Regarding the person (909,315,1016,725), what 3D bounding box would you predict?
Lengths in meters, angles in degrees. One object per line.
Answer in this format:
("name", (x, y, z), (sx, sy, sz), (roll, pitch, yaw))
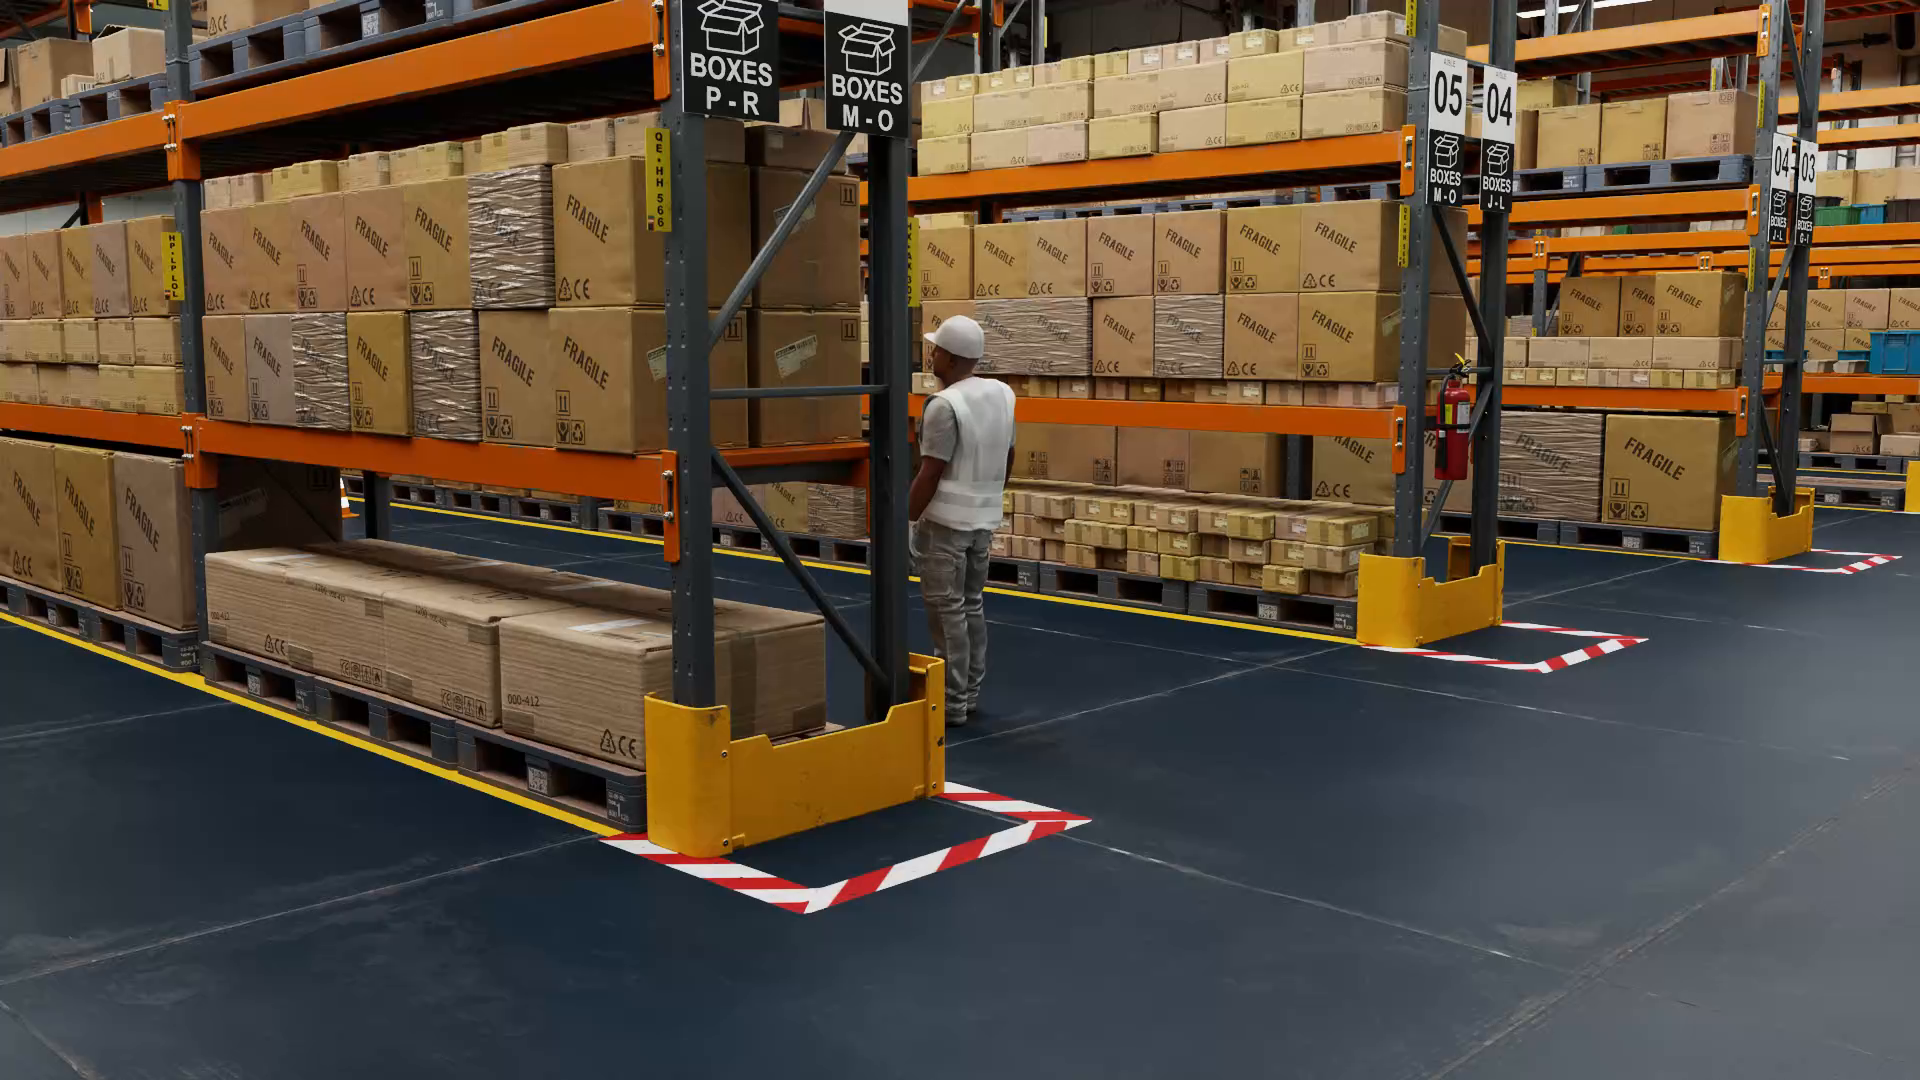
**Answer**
("person", (-0.075, -0.086, 7.297), (0.578, 1.781, 0.656), (5, 9, 36))
